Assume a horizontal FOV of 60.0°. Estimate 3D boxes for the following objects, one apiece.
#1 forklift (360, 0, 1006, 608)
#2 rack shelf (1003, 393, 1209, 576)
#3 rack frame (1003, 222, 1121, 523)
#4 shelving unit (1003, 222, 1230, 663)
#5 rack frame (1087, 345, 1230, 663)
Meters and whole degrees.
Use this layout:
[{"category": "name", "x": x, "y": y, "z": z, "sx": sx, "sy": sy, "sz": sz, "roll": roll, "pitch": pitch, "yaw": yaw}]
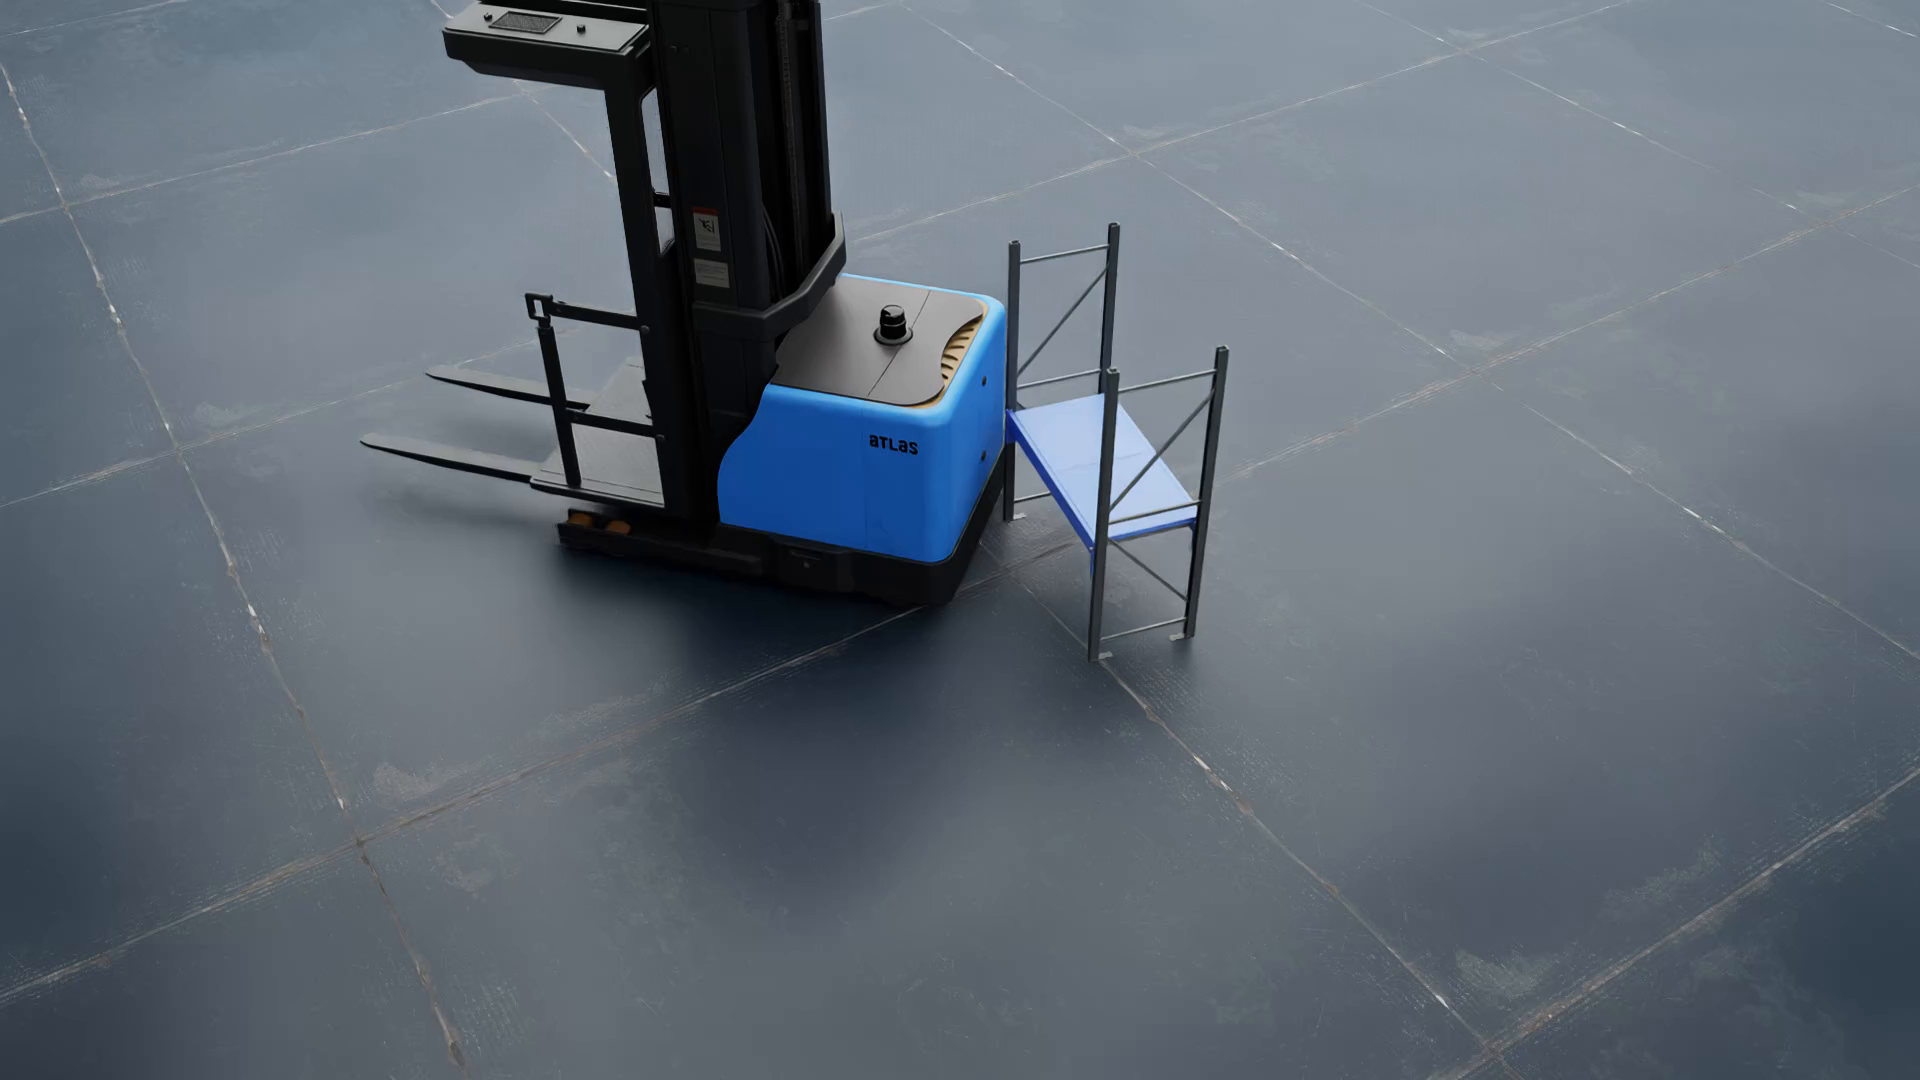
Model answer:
[{"category": "forklift", "x": -1.357, "y": -1.361, "z": 7.154, "sx": 3.031, "sy": 2.935, "sz": 1.130, "roll": 11, "pitch": 41, "yaw": 13}, {"category": "rack shelf", "x": 0.616, "y": -0.276, "z": 7.251, "sx": 0.538, "sy": 0.185, "sz": 1.000, "roll": -13, "pitch": 42, "yaw": -15}, {"category": "rack frame", "x": 0.444, "y": -0.720, "z": 7.504, "sx": 0.500, "sy": 1.500, "sz": 0.032, "roll": -13, "pitch": 42, "yaw": -15}, {"category": "shelving unit", "x": 0.616, "y": -0.414, "z": 7.136, "sx": 0.538, "sy": 1.500, "sz": 1.048, "roll": -13, "pitch": 42, "yaw": -15}, {"category": "rack frame", "x": 0.789, "y": -0.108, "z": 6.769, "sx": 0.500, "sy": 1.500, "sz": 0.032, "roll": -13, "pitch": 42, "yaw": -15}]
